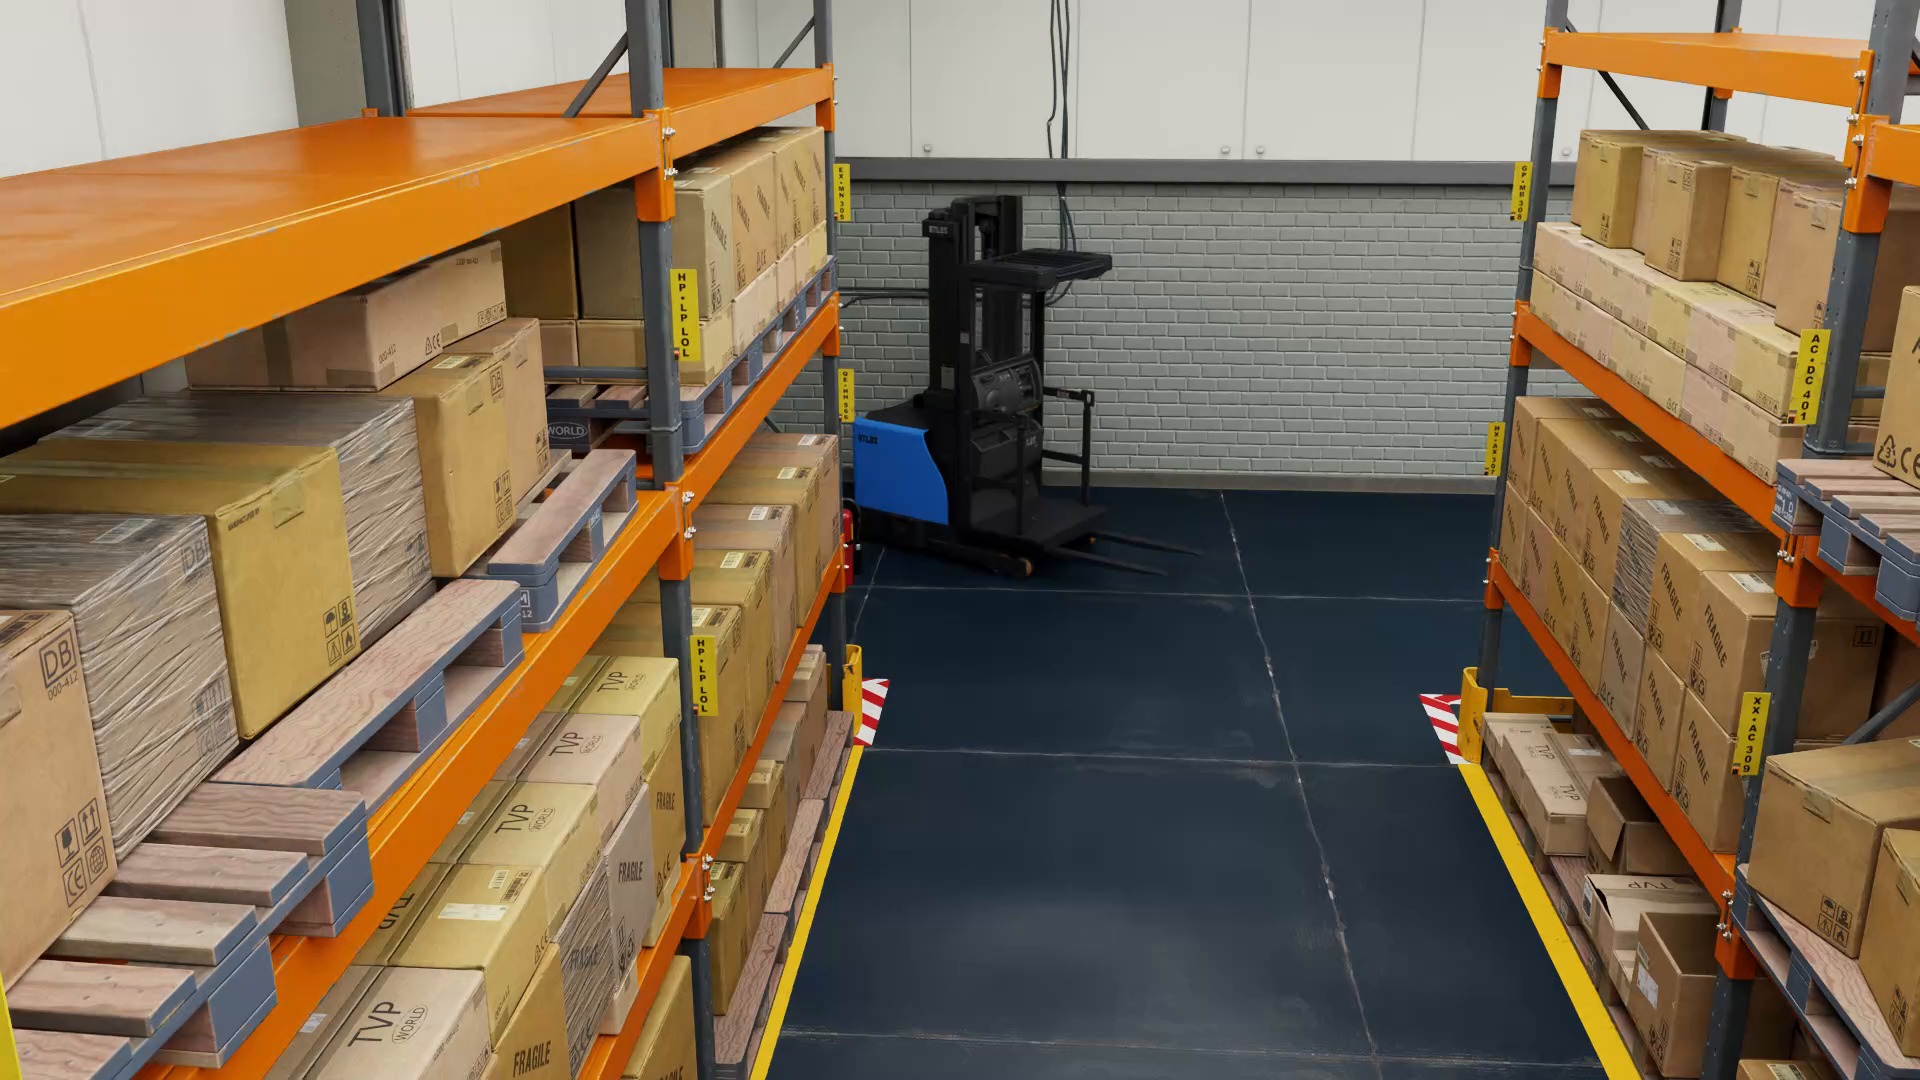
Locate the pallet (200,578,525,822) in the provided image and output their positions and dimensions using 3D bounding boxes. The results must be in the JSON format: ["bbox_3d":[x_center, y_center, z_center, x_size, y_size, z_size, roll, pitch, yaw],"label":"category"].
[{"bbox_3d":[-1.731,0.377,3.941,1.003,0.211,1.213,2,18,6],"label":"pallet"}]

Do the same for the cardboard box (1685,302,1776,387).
[{"bbox_3d":[3.230,-0.776,6.594,0.500,0.250,0.500,1,18,4],"label":"cardboard box"}]

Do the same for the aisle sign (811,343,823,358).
[{"bbox_3d":[-0.924,-1.474,9.930,0.394,0.787,0.004,1,18,4],"label":"aisle sign"}]

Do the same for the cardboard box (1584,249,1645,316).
[{"bbox_3d":[3.344,-1.241,8.015,0.500,0.250,0.500,1,18,4],"label":"cardboard box"}]

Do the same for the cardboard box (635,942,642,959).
[{"bbox_3d":[-1.315,1.398,5.709,0.380,0.149,0.250,2,18,6],"label":"cardboard box"}]

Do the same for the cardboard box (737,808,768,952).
[{"bbox_3d":[-1.320,1.621,7.998,0.700,0.500,0.500,1,18,3],"label":"cardboard box"}]

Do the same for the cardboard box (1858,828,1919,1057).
[{"bbox_3d":[3.183,1.238,4.991,0.700,0.500,0.500,4,19,13],"label":"cardboard box"}]

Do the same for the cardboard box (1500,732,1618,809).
[{"bbox_3d":[3.355,1.301,9.343,0.500,0.250,0.500,1,18,4],"label":"cardboard box"}]

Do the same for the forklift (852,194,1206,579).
[{"bbox_3d":[0.560,-1.268,13.585,3.031,2.935,1.130,13,22,34],"label":"forklift"}]

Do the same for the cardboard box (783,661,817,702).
[{"bbox_3d":[-1.024,0.800,9.463,0.380,0.149,0.250,2,18,5],"label":"cardboard box"}]

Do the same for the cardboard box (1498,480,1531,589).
[{"bbox_3d":[3.418,-0.030,9.535,0.500,0.500,0.500,2,18,5],"label":"cardboard box"}]

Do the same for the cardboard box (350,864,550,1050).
[{"bbox_3d":[-1.412,1.090,4.404,0.500,0.250,0.500,1,18,3],"label":"cardboard box"}]

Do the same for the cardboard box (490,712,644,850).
[{"bbox_3d":[-1.339,0.774,5.370,0.500,0.250,0.500,2,18,5],"label":"cardboard box"}]

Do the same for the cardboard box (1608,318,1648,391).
[{"bbox_3d":[3.310,-0.848,7.619,0.500,0.250,0.500,1,18,4],"label":"cardboard box"}]

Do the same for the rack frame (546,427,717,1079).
[{"bbox_3d":[-1.515,1.019,6.496,1.000,3.000,0.127,1,18,4],"label":"rack frame"}]

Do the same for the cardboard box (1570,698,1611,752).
[{"bbox_3d":[3.920,1.039,9.742,0.500,0.500,0.500,1,18,4],"label":"cardboard box"}]

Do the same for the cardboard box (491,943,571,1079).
[{"bbox_3d":[-1.398,1.439,4.543,0.500,0.500,0.500,2,18,5],"label":"cardboard box"}]

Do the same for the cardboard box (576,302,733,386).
[{"bbox_3d":[-1.202,-0.791,6.608,0.500,0.250,0.500,1,18,4],"label":"cardboard box"}]

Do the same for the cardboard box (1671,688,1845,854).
[{"bbox_3d":[3.206,0.920,6.638,0.500,0.500,0.500,2,18,5],"label":"cardboard box"}]

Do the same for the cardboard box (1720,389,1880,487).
[{"bbox_3d":[3.196,-0.383,6.197,0.500,0.250,0.500,1,18,4],"label":"cardboard box"}]

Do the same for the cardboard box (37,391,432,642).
[{"bbox_3d":[-1.763,-0.064,4.116,0.700,0.500,0.500,1,18,4],"label":"cardboard box"}]

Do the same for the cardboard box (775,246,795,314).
[{"bbox_3d":[-1.084,-1.268,8.063,0.500,0.250,0.500,1,18,2],"label":"cardboard box"}]

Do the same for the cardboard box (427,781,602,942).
[{"bbox_3d":[-1.376,0.932,4.887,0.500,0.250,0.500,2,18,5],"label":"cardboard box"}]

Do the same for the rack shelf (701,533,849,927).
[{"bbox_3d":[-1.371,0.740,8.504,1.077,0.370,4.000,1,18,4],"label":"rack shelf"}]

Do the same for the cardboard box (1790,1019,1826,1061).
[{"bbox_3d":[3.672,2.072,6.895,0.500,0.311,0.500,1,18,4],"label":"cardboard box"}]

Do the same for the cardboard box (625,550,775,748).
[{"bbox_3d":[-1.402,0.482,7.654,0.980,0.700,0.700,1,18,3],"label":"cardboard box"}]

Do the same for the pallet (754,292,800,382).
[{"bbox_3d":[-1.356,-0.996,7.971,1.003,0.211,1.213,1,18,4],"label":"pallet"}]

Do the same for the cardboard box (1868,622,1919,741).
[{"bbox_3d":[3.741,0.466,6.418,0.500,0.500,0.500,2,18,5],"label":"cardboard box"}]

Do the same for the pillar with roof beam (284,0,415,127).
[{"bbox_3d":[1.966,-1.972,5.991,9.100,9.000,0.400,1,18,4],"label":"pillar with roof beam"}]

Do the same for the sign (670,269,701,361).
[{"bbox_3d":[-0.973,-0.793,5.872,0.100,0.325,0.005,1,18,4],"label":"sign"}]

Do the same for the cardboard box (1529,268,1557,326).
[{"bbox_3d":[3.423,-1.314,9.040,0.500,0.250,0.500,1,18,4],"label":"cardboard box"}]

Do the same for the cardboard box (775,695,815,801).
[{"bbox_3d":[-1.214,1.140,9.467,0.700,0.500,0.500,1,18,4],"label":"cardboard box"}]

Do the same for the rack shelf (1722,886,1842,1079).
[{"bbox_3d":[3.283,2.091,4.378,1.077,0.370,4.000,1,18,4],"label":"rack shelf"}]

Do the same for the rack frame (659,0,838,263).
[{"bbox_3d":[-1.228,-3.074,9.353,1.000,3.000,0.127,1,18,4],"label":"rack frame"}]

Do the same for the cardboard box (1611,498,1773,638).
[{"bbox_3d":[3.275,0.127,7.451,0.500,0.500,0.500,1,18,4],"label":"cardboard box"}]

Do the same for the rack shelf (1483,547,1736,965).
[{"bbox_3d":[3.570,0.849,8.170,1.077,0.370,4.000,1,18,4],"label":"rack shelf"}]

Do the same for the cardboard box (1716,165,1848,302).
[{"bbox_3d":[3.630,-1.279,6.926,0.700,0.500,0.500,1,18,4],"label":"cardboard box"}]

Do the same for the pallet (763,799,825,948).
[{"bbox_3d":[-1.297,1.730,8.805,1.003,0.211,1.213,1,18,4],"label":"pallet"}]

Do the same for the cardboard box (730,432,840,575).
[{"bbox_3d":[-1.255,-0.207,9.757,0.980,0.700,0.700,2,18,6],"label":"cardboard box"}]

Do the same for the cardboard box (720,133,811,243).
[{"bbox_3d":[-1.055,-1.792,8.460,0.500,0.500,0.500,2,18,6],"label":"cardboard box"}]

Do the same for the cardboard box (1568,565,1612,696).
[{"bbox_3d":[3.310,0.442,8.097,0.500,0.500,0.500,2,18,5],"label":"cardboard box"}]

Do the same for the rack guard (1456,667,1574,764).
[{"bbox_3d":[3.708,1.098,10.271,1.175,0.500,0.348,1,18,4],"label":"rack guard"}]

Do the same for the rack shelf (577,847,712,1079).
[{"bbox_3d":[-1.658,1.982,4.712,1.077,0.370,4.000,1,18,4],"label":"rack shelf"}]

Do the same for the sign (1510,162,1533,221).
[{"bbox_3d":[3.172,-1.967,9.387,0.100,0.325,0.005,1,18,4],"label":"sign"}]

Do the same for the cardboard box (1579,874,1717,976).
[{"bbox_3d":[3.238,1.781,7.782,0.500,0.311,0.500,1,18,4],"label":"cardboard box"}]

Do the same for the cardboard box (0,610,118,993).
[{"bbox_3d":[-1.825,0.430,2.608,0.700,0.500,0.500,0,18,0],"label":"cardboard box"}]

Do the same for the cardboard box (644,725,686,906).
[{"bbox_3d":[-1.297,0.970,5.976,0.500,0.500,0.500,1,18,3],"label":"cardboard box"}]

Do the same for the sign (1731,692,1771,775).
[{"bbox_3d":[2.885,0.707,6.057,0.100,0.325,0.005,1,18,4],"label":"sign"}]

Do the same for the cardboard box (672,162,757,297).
[{"bbox_3d":[-1.153,-1.314,6.999,0.500,0.500,0.500,1,18,3],"label":"cardboard box"}]

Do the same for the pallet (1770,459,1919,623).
[{"bbox_3d":[3.310,-0.007,5.111,1.213,0.211,1.003,1,18,4],"label":"pallet"}]

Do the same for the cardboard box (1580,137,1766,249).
[{"bbox_3d":[3.572,-1.749,8.359,0.700,0.500,0.500,1,18,4],"label":"cardboard box"}]

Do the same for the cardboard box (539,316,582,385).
[{"bbox_3d":[-1.700,-0.800,6.636,0.500,0.250,0.500,1,18,4],"label":"cardboard box"}]

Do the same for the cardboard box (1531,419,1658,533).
[{"bbox_3d":[3.388,-0.342,8.884,0.500,0.500,0.500,1,18,4],"label":"cardboard box"}]

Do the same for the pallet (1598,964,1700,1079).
[{"bbox_3d":[3.477,2.240,7.247,1.003,0.211,1.213,1,18,4],"label":"pallet"}]
